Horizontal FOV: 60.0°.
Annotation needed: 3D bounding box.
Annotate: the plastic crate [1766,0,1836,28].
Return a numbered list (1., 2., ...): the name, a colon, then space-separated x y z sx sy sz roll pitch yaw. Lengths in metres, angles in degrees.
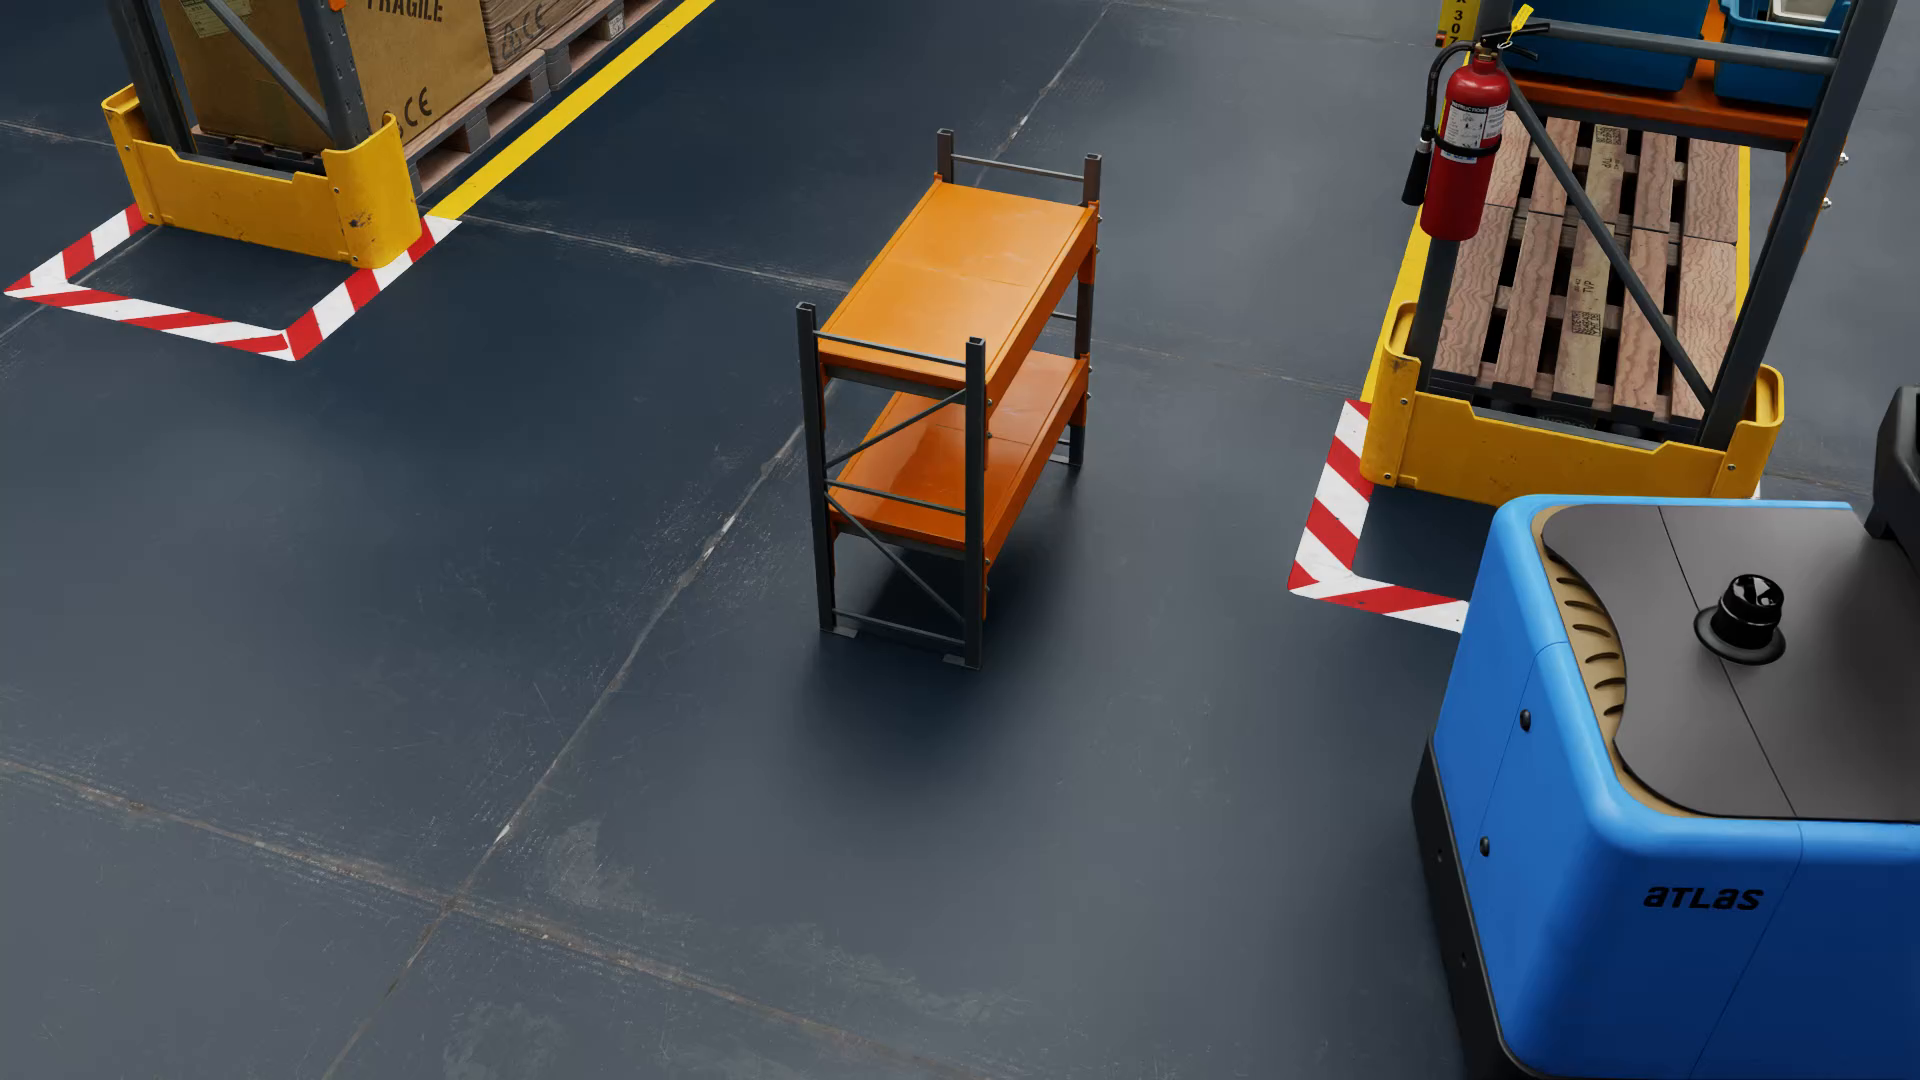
1. plastic crate: 2.492 -1.511 4.867 0.250 0.136 0.298 13 42 15

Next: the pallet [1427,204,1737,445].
1. pallet: 2.229 -0.767 5.986 1.003 0.211 1.213 13 42 15

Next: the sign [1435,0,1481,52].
1. sign: 1.388 -1.508 4.580 0.100 0.325 0.005 13 42 15

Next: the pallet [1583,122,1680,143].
1. pallet: 3.063 -2.255 7.731 1.003 0.211 1.213 13 42 15

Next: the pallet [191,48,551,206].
1. pallet: -2.544 -1.877 7.287 1.003 0.211 1.213 13 42 15

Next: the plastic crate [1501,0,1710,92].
1. plastic crate: 1.850 -1.615 4.759 0.616 0.435 0.499 13 42 15

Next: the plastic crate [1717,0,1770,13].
1. plastic crate: 2.530 -1.772 5.098 0.416 0.233 0.300 13 42 15

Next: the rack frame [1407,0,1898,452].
1. rack frame: 1.911 -1.334 4.502 1.000 3.000 0.127 13 42 15

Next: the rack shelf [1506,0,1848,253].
1. rack shelf: 2.595 -2.280 6.165 1.077 0.370 4.000 13 42 15

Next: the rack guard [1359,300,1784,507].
1. rack guard: 1.915 -0.365 5.293 1.175 0.500 0.348 13 42 15

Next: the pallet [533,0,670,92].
1. pallet: -2.125 -2.619 8.157 1.003 0.211 1.213 13 42 15

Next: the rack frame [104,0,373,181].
1. rack frame: -2.744 -2.433 5.790 1.000 3.000 0.127 13 42 15

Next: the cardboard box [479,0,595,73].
1. cardboard box: -2.289 -2.747 7.473 0.875 0.875 0.875 13 42 15

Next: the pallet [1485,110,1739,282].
1. pallet: 2.648 -1.509 6.856 1.003 0.211 1.213 13 42 15

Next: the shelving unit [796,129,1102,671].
1. shelving unit: -0.002 -0.424 4.880 0.538 1.125 1.048 13 42 15

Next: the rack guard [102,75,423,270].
1. rack guard: -2.752 -1.467 6.585 1.175 0.500 0.348 13 42 15

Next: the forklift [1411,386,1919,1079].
1. forklift: 2.672 -0.057 3.058 3.031 2.935 1.130 1 40 2

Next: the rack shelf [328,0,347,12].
1. rack shelf: -2.060 -3.379 7.454 1.077 0.370 4.000 13 42 15

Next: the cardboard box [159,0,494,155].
1. cardboard box: -2.600 -2.192 6.822 0.875 0.875 0.875 13 42 15

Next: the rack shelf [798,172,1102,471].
1. rack shelf: -0.002 -0.646 4.690 0.538 0.278 1.000 13 42 15

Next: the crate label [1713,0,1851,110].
1. crate label: 2.304 -1.370 4.628 0.416 0.233 0.303 13 42 15

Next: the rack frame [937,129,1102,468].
1. rack frame: 0.172 -0.734 5.243 0.500 1.125 0.032 13 42 15

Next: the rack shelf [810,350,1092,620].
1. rack shelf: -0.002 -0.238 5.039 0.538 0.278 1.000 13 42 15

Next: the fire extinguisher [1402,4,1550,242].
1. fire extinguisher: 1.432 -1.171 4.658 0.296 0.674 0.183 13 42 15

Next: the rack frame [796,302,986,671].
1. rack frame: -0.176 -0.114 4.517 0.500 1.125 0.032 13 42 15
